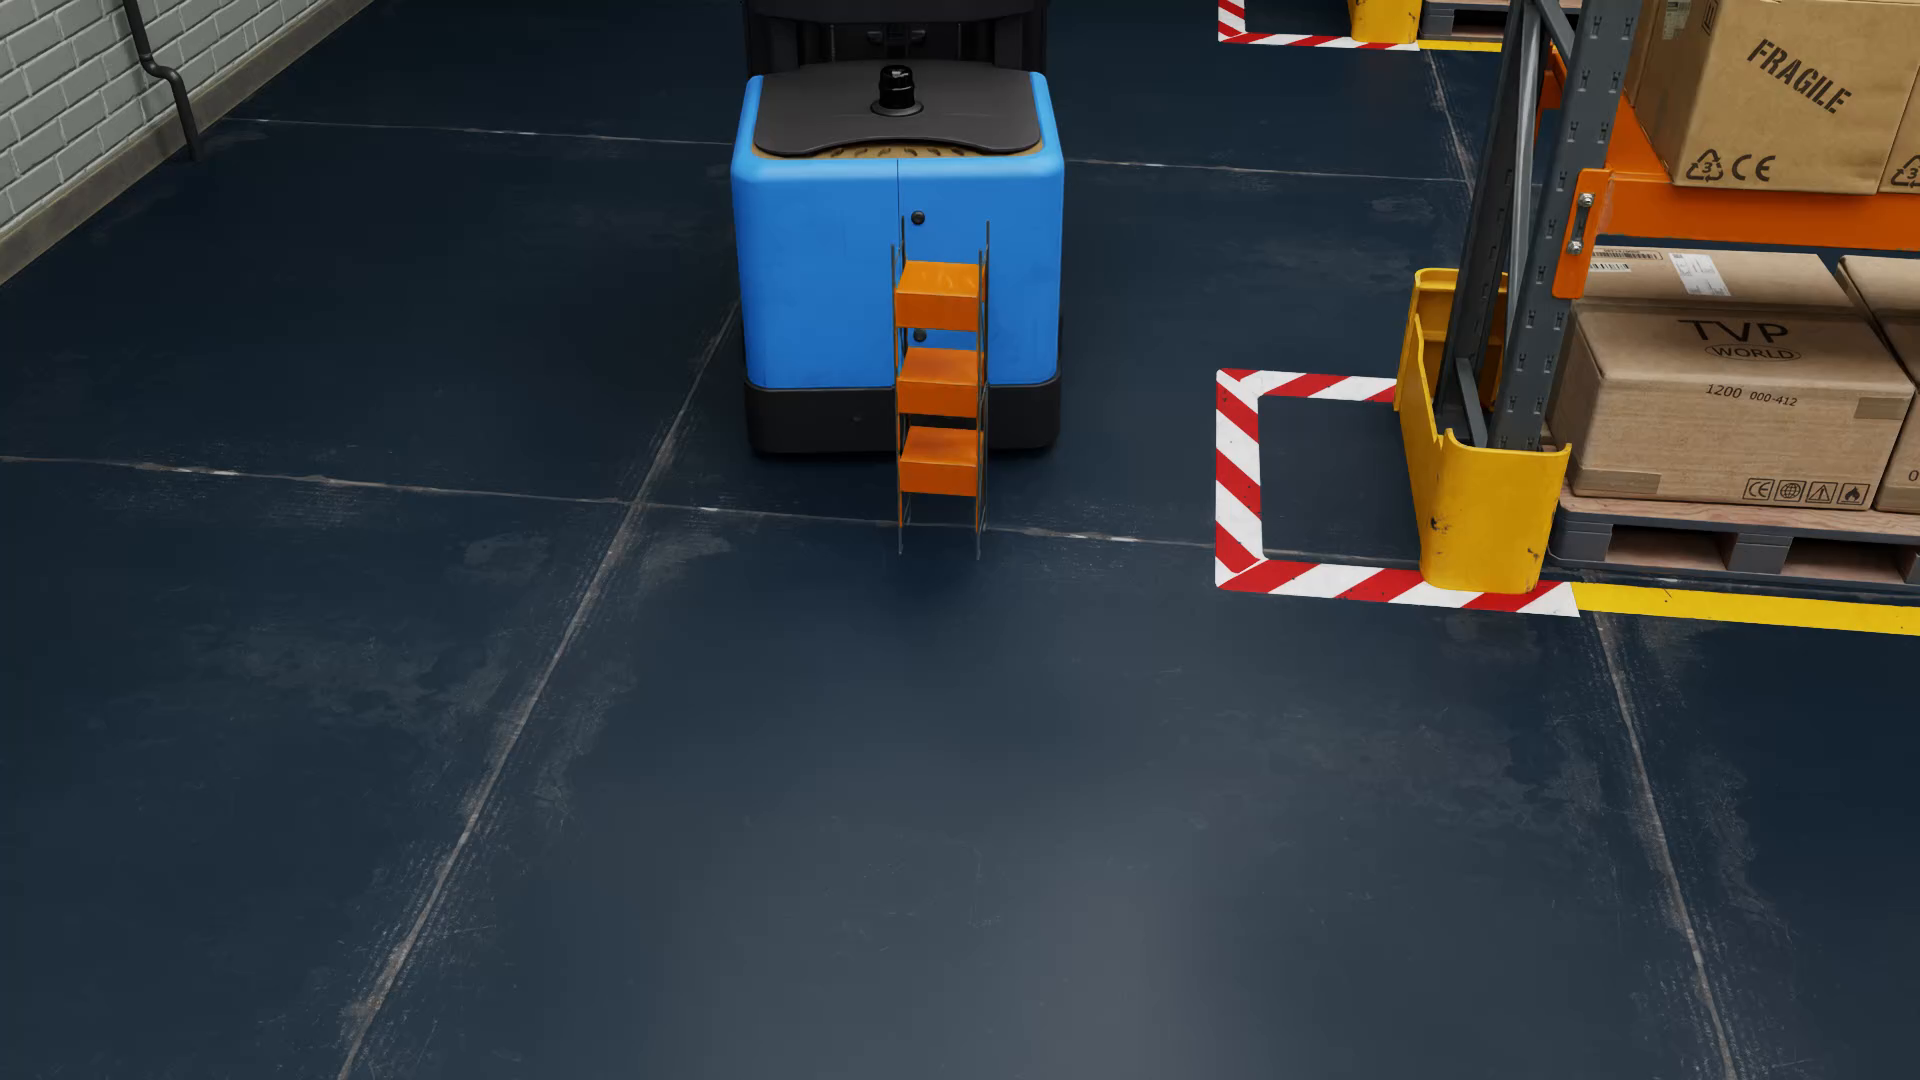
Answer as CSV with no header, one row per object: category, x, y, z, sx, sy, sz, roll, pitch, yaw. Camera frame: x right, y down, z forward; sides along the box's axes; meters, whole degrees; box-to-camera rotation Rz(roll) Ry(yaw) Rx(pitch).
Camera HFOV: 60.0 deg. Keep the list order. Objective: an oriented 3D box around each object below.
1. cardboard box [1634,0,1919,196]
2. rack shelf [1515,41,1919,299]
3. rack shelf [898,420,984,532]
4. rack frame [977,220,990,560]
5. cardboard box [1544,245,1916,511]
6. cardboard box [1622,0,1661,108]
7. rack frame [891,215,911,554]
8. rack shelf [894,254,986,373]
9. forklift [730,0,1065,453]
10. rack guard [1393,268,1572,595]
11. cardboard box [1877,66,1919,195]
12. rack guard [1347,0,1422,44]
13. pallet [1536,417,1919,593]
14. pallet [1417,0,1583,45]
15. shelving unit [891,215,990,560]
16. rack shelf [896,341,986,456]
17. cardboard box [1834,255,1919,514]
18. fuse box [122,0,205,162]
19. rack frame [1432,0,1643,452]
cardboard box,2.115,-1.238,4.317,0.500,0.500,0.500,4,36,6
rack shelf,3.659,-0.958,4.629,4.000,0.370,1.077,4,36,6
rack shelf,-0.053,-0.196,5.118,0.240,0.259,0.215,4,36,6
rack frame,0.068,-0.422,4.938,0.008,1.050,0.200,4,36,6
cardboard box,2.343,-0.535,5.262,0.875,0.438,0.875,3,36,4
cardboard box,2.187,-1.556,4.762,0.500,0.500,0.500,4,36,6
rack frame,-0.174,-0.440,4.963,0.008,1.050,0.200,4,36,6
rack shelf,-0.053,-0.654,4.792,0.240,0.259,0.215,4,36,6
forklift,-0.239,-2.310,5.964,1.130,2.935,3.031,-1,36,-2
rack guard,1.651,-0.383,5.356,0.348,0.500,1.175,4,36,6
cardboard box,2.620,-1.217,4.287,0.500,0.500,0.500,4,36,5
rack guard,2.379,-3.236,9.354,0.348,0.500,1.175,4,36,6
pallet,2.478,-0.250,5.418,1.213,0.211,1.003,4,36,6
pallet,3.170,-3.060,9.356,1.213,0.211,1.003,4,36,6
shelving unit,-0.053,-0.431,4.951,0.252,1.050,0.215,4,36,6
rack shelf,-0.053,-0.423,4.957,0.240,0.259,0.215,4,36,6
cardboard box,3.251,-0.473,5.174,0.875,0.438,0.875,5,36,7
fuse box,-3.508,-2.478,7.248,0.414,1.711,0.539,4,36,6
rack frame,1.675,-1.399,4.628,0.127,3.000,1.000,4,36,6
